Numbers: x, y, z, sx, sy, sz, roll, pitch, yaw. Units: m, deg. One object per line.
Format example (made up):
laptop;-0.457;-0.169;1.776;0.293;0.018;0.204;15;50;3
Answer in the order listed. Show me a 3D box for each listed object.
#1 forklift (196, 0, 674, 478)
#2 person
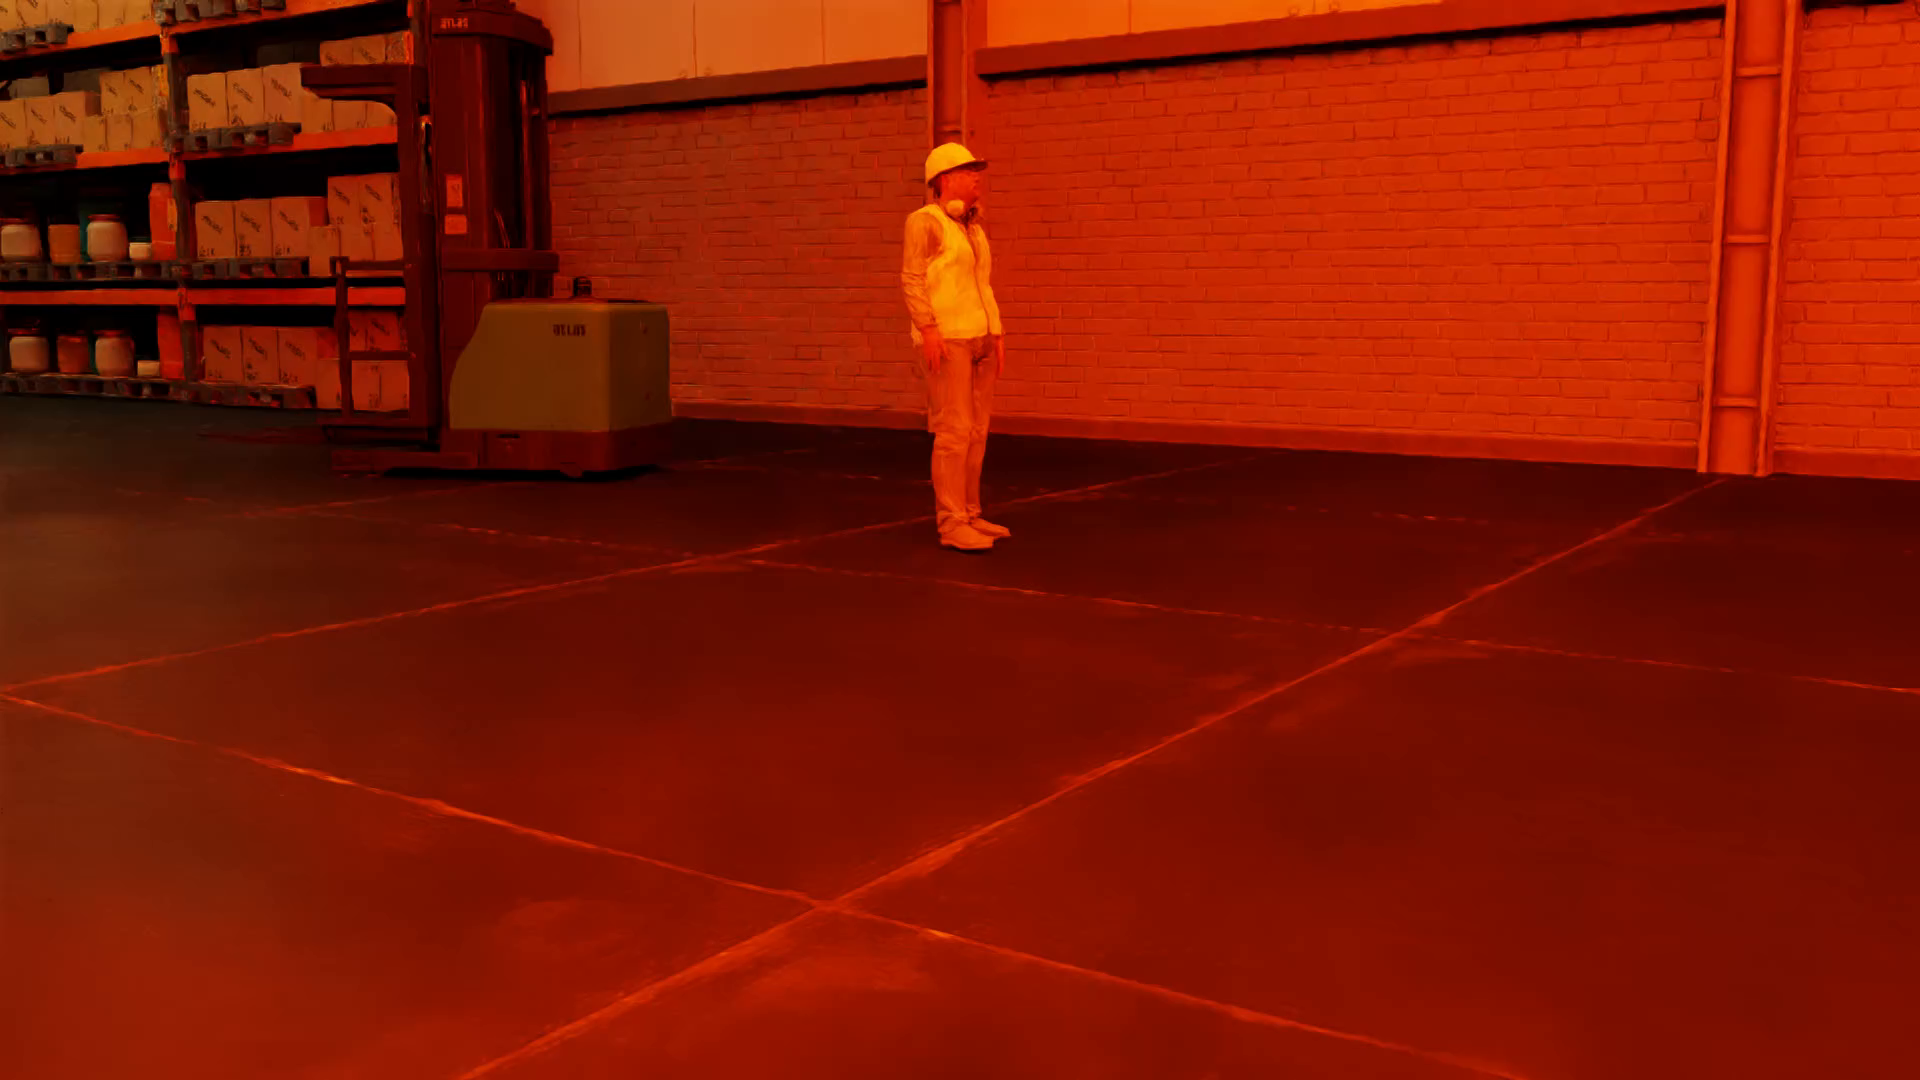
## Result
forklift;-3.452;-1.915;10.659;3.031;2.935;1.130;2;8;14
person;0.047;-0.880;7.437;0.567;1.773;0.632;5;10;34
